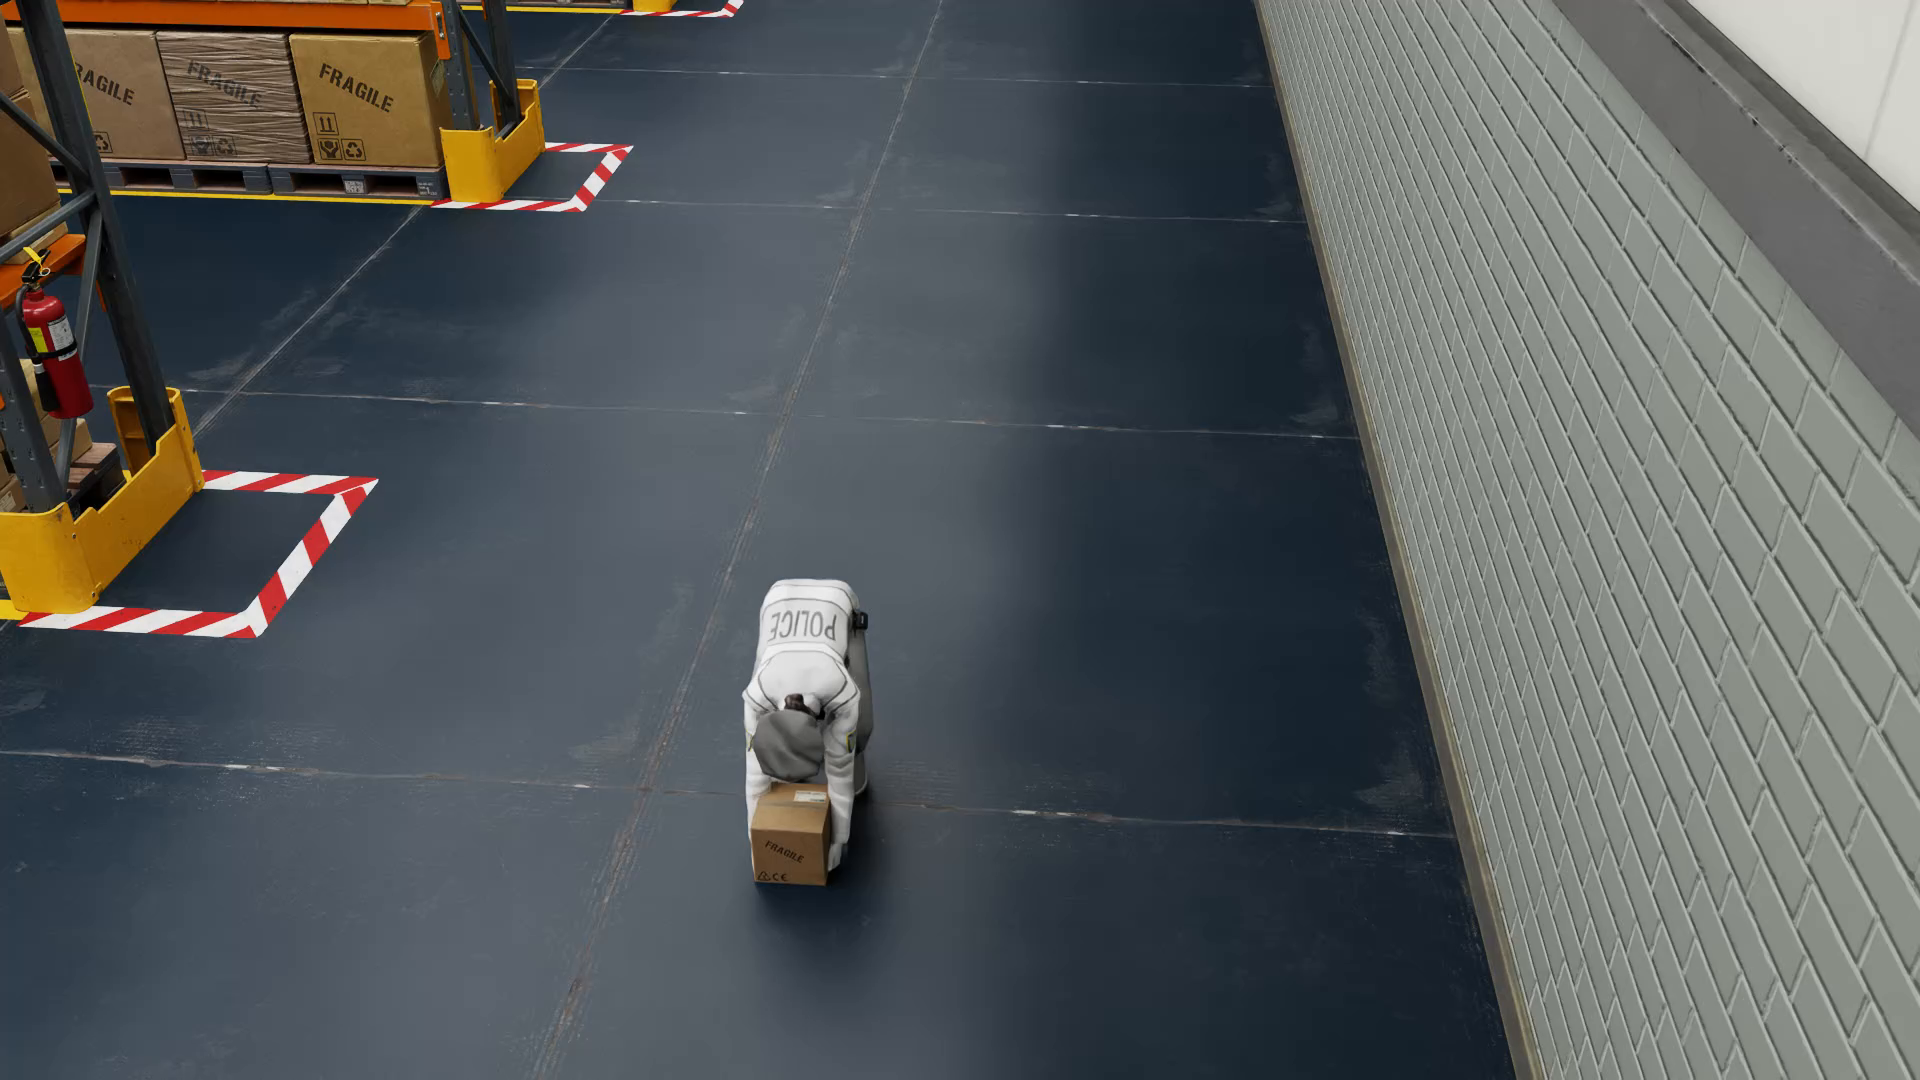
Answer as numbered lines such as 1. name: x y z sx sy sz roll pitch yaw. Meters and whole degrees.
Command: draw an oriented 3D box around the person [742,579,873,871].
1. person: -0.538 0.647 5.946 0.461 0.812 0.902 1 32 2
